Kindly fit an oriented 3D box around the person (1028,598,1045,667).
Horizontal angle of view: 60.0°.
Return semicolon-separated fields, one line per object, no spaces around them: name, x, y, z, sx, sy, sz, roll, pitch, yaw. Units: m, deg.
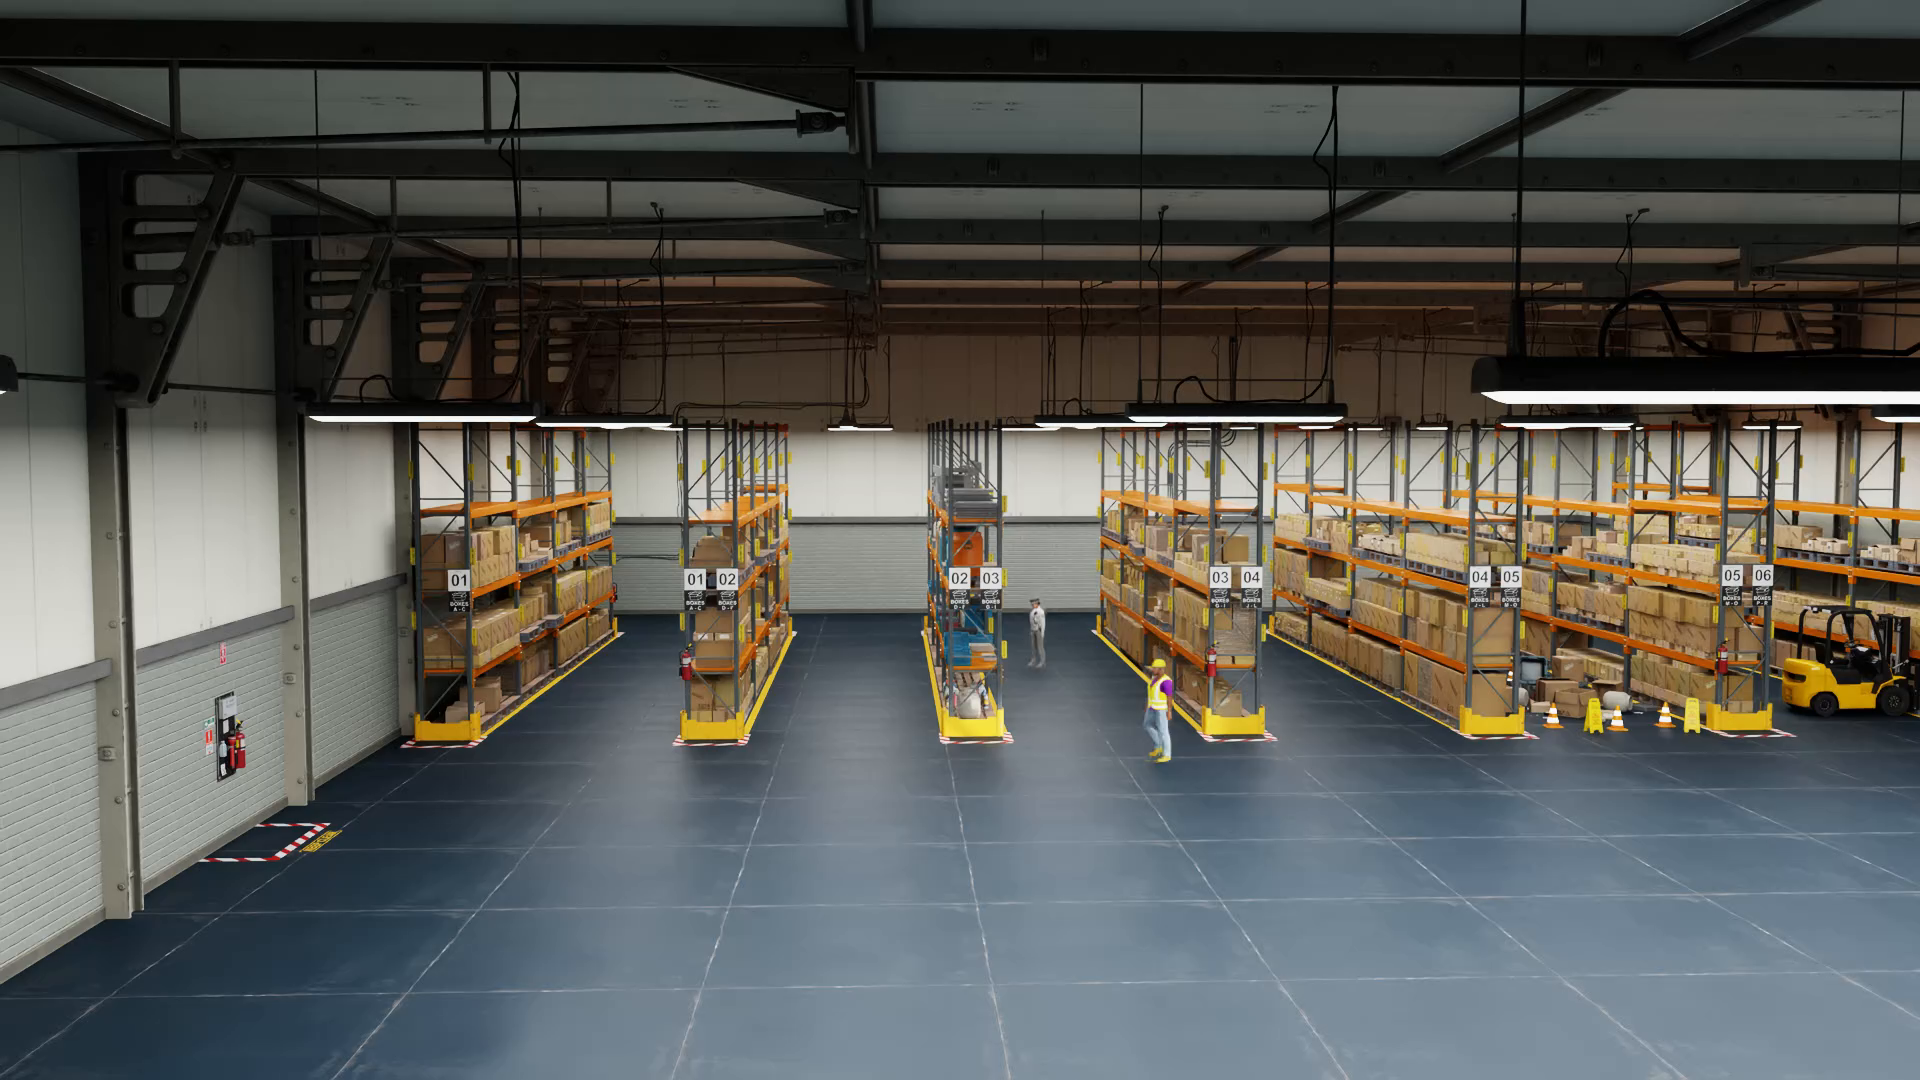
person;1.868;2.248;40.558;0.373;1.670;0.539;-2;4;-27

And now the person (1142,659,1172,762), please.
person;3.477;2.961;29.078;0.420;1.775;0.607;-2;4;-27
